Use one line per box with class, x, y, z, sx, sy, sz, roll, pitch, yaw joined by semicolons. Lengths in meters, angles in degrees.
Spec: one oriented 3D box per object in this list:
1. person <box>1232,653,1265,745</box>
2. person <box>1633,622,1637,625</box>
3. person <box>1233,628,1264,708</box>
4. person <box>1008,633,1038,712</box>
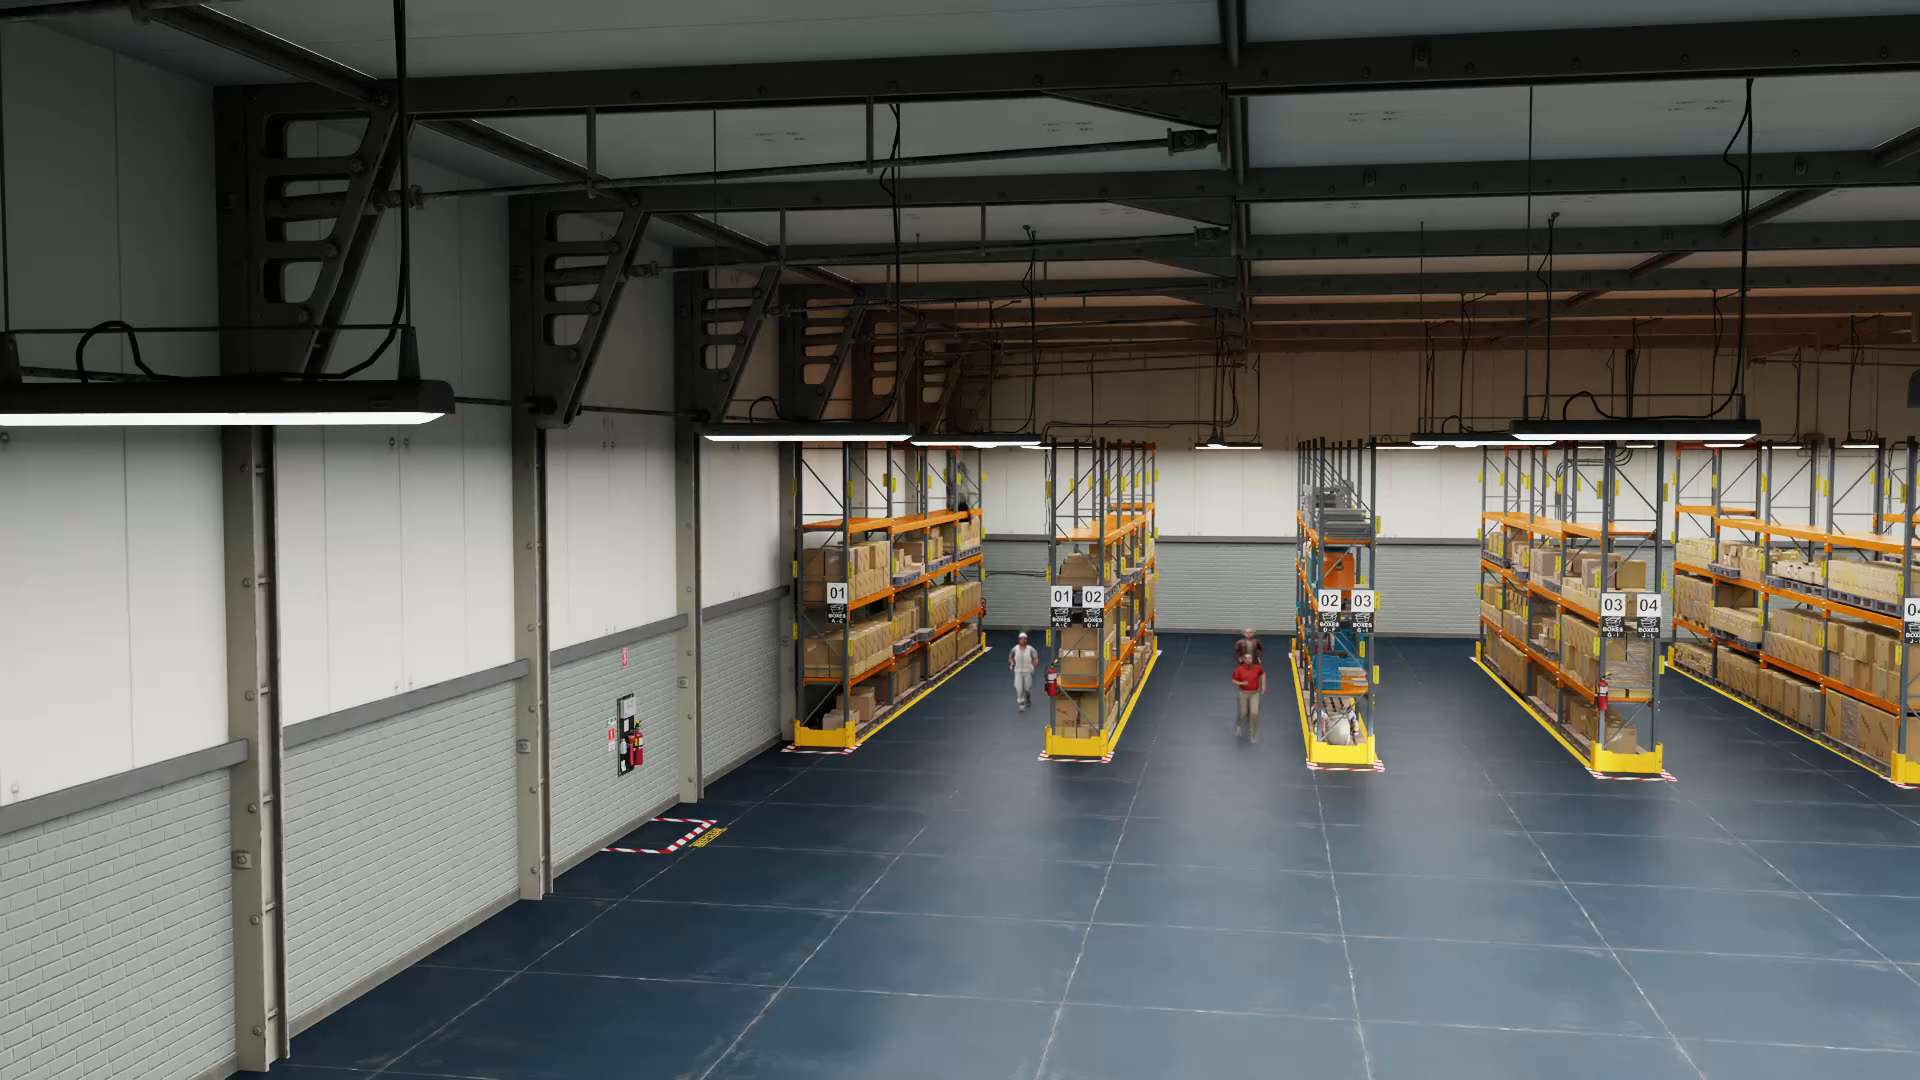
person;5.722;3.118;33.011;0.671;1.769;0.964;0;3;4
person;17.551;2.677;43.022;0.645;1.538;0.916;1;3;16
person;6.512;2.864;37.511;0.711;1.764;0.923;0;3;5
person;1.382;2.917;36.577;0.652;1.737;0.615;0;3;7
